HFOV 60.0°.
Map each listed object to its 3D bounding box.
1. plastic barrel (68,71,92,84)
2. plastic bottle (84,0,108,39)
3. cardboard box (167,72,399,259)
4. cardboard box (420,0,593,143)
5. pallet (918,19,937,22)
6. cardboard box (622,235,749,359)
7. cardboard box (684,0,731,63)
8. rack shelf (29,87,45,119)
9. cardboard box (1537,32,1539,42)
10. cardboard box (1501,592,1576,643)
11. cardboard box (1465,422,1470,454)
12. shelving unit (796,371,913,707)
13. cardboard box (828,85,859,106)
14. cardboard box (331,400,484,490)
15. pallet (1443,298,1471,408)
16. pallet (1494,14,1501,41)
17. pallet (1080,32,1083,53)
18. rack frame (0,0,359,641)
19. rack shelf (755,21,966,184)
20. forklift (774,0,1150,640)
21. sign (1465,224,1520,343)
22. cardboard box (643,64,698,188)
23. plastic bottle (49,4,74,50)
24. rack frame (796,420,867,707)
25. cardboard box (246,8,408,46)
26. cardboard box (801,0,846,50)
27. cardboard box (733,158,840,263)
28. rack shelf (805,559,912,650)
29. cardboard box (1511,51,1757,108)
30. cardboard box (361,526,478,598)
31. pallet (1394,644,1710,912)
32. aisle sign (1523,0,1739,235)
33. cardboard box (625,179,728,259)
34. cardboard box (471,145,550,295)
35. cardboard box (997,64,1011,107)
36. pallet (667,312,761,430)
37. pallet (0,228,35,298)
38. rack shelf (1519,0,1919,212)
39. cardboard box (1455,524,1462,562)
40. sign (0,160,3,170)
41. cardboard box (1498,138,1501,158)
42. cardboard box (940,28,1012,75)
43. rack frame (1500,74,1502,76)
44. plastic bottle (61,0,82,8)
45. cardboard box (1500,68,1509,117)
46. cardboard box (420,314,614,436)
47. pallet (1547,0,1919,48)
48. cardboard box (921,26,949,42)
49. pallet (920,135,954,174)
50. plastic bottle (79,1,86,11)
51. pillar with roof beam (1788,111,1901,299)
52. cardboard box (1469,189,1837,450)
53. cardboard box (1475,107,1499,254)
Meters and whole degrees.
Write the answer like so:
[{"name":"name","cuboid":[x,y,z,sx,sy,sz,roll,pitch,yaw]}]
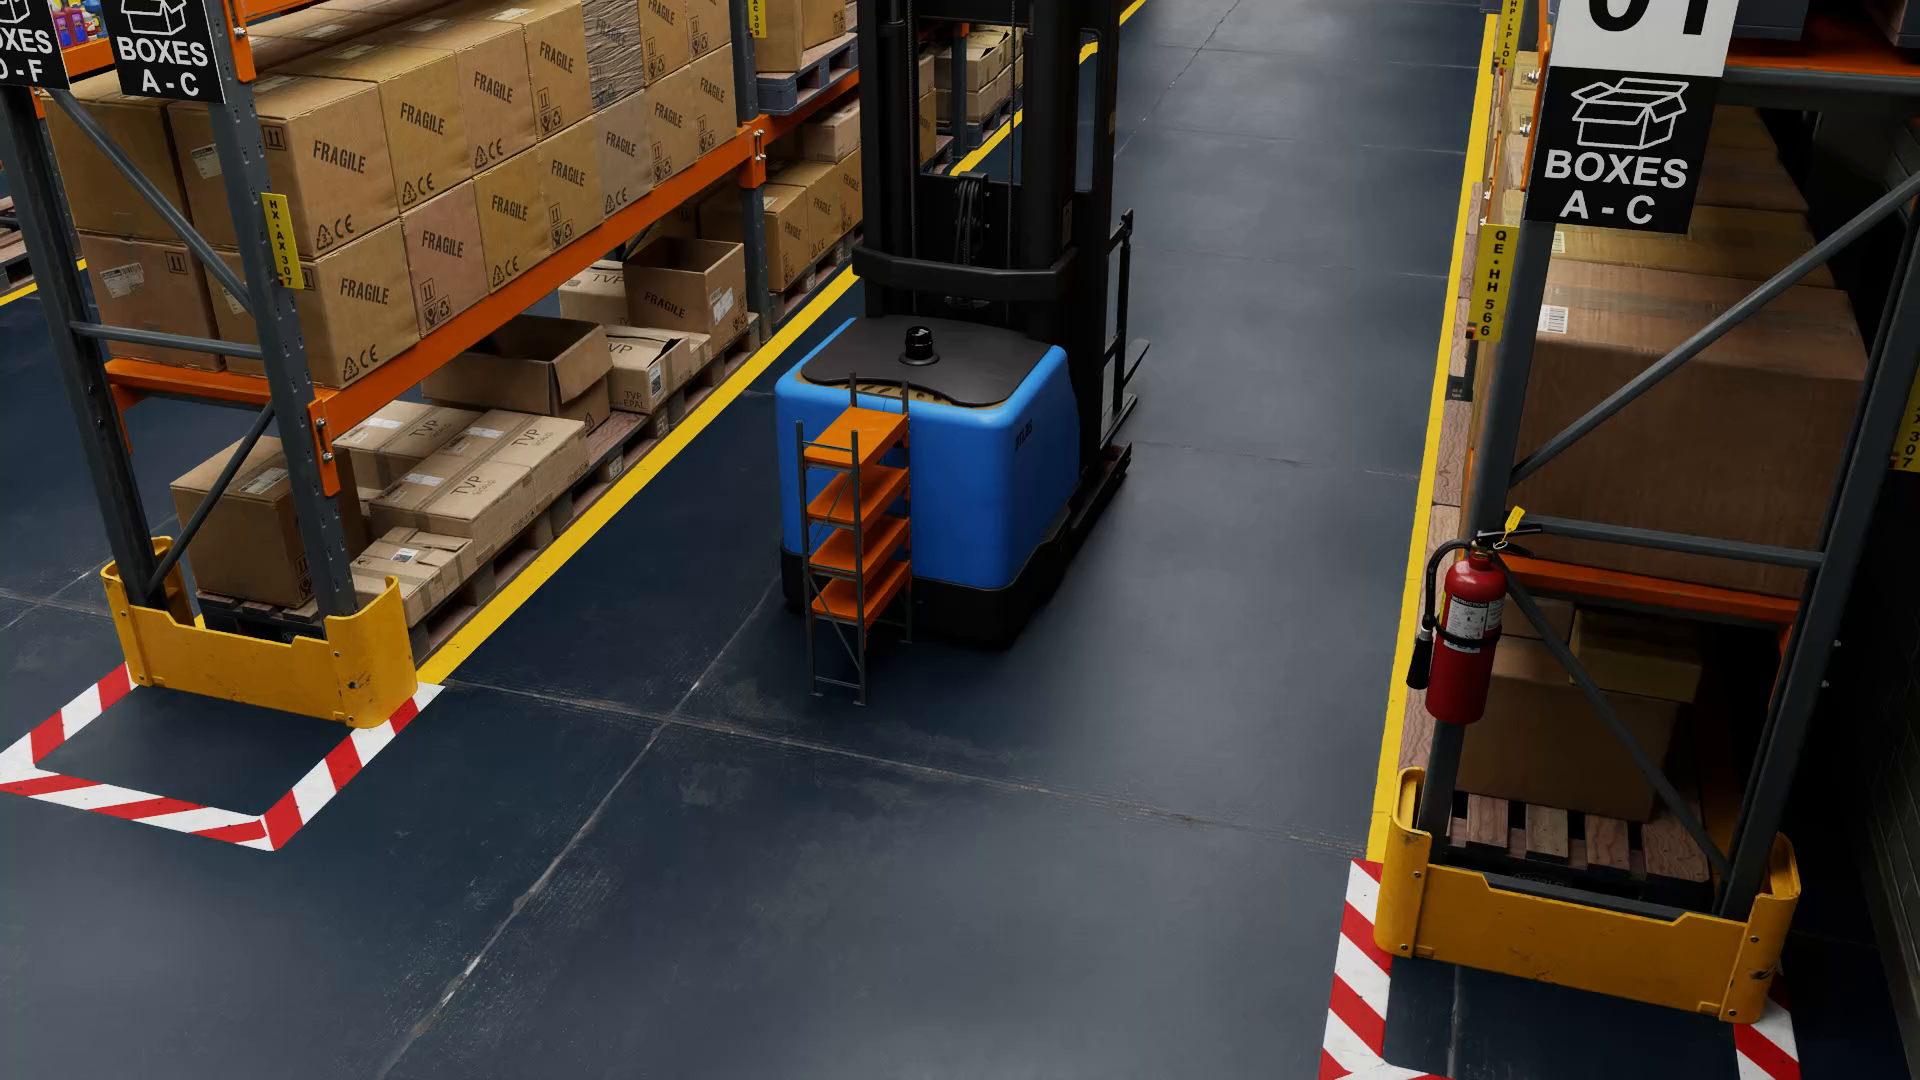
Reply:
[{"name":"plastic barrel","cuboid":[-6.174,-2.783,11.394,0.600,0.901,0.708,8,30,15]},{"name":"plastic bottle","cuboid":[-5.751,-3.483,11.058,0.097,0.271,0.097,0,29,0]},{"name":"cardboard box","cuboid":[-2.408,-1.348,5.957,0.500,0.500,0.500,9,30,16]},{"name":"cardboard box","cuboid":[-1.962,-2.060,7.237,0.500,0.500,0.500,8,30,14]},{"name":"pallet","cuboid":[-0.574,-4.008,12.067,1.213,0.211,1.003,8,30,15]},{"name":"cardboard box","cuboid":[-1.512,-1.353,9.215,0.500,0.500,0.500,8,30,15]},{"name":"cardboard box","cuboid":[-1.517,-2.767,8.506,0.500,0.500,0.500,9,30,15]},{"name":"rack shelf","cuboid":[-6.937,-2.023,9.040,1.077,0.370,4.000,8,30,15]},{"name":"cardboard box","cuboid":[3.013,-2.616,8.167,0.500,0.250,0.500,9,30,16]},{"name":"cardboard box","cuboid":[1.920,0.206,5.766,0.380,0.149,0.250,8,30,14]},{"name":"cardboard box","cuboid":[2.803,-0.611,7.902,0.700,0.500,0.500,9,30,16]},{"name":"shelving unit","cuboid":[-0.399,0.000,6.515,0.258,1.200,0.503,10,31,18]},{"name":"cardboard box","cuboid":[-0.801,-2.873,11.177,0.500,0.250,0.500,8,30,14]},{"name":"cardboard box","cuboid":[-2.559,-0.415,7.786,0.500,0.250,0.500,8,30,15]},{"name":"pallet","cuboid":[3.275,-1.004,9.337,1.003,0.211,1.213,8,30,15]},{"name":"pallet","cuboid":[5.988,-5.238,16.949,1.003,0.211,1.213,8,30,15]},{"name":"pallet","cuboid":[0.553,-4.709,15.998,1.003,0.211,1.213,8,30,15]},{"name":"rack frame","cuboid":[-2.790,-0.699,5.921,1.000,3.000,0.127,8,30,15]},{"name":"rack shelf","cuboid":[-1.029,-3.173,11.108,1.077,0.370,4.000,8,30,15]},{"name":"forklift","cuboid":[0.218,-1.568,7.554,1.130,2.935,3.031,10,31,18]},{"name":"sign","cuboid":[1.432,-0.687,4.465,0.100,0.325,0.005,8,30,15]},{"name":"cardboard box","cuboid":[-1.668,-2.093,8.324,0.500,0.500,0.500,9,30,16]},{"name":"plastic bottle","cuboid":[-5.835,-3.325,10.762,0.061,0.283,0.133,8,30,15]},{"name":"rack frame","cuboid":[-0.483,0.111,6.315,0.240,1.200,0.015,10,31,18]},{"name":"cardboard box","cuboid":[-2.627,-1.902,6.953,0.500,0.500,0.500,9,30,16]},{"name":"cardboard box","cuboid":[-1.122,-3.302,10.065,0.700,0.500,0.500,13,32,23]},{"name":"cardboard box","cuboid":[-1.095,-2.097,10.553,0.500,0.500,0.500,9,30,16]},{"name":"rack shelf","cuboid":[-0.399,0.233,6.645,0.258,0.148,0.480,10,31,18]},{"name":"cardboard box","cuboid":[2.946,-1.734,7.473,0.980,0.700,0.700,9,30,16]},{"name":"cardboard box","cuboid":[-2.265,0.085,6.973,0.380,0.166,0.250,8,30,15]},{"name":"pallet","cuboid":[2.106,0.842,6.019,1.003,0.211,1.213,8,30,15]},{"name":"aisle sign","cuboid":[1.638,-1.139,4.038,0.394,0.787,0.004,8,30,15]},{"name":"cardboard box","cuboid":[-1.745,-1.928,10.249,0.500,0.500,0.500,8,30,15]},{"name":"cardboard box","cuboid":[-2.111,-1.385,7.051,0.500,0.500,0.500,8,30,15]},{"name":"cardboard box","cuboid":[0.139,-3.834,13.953,0.500,0.250,0.500,8,30,13]},{"name":"pallet","cuboid":[-1.819,-1.020,9.367,1.003,0.211,1.213,8,30,15]},{"name":"pallet","cuboid":[-6.529,-1.701,10.590,1.003,0.211,1.213,8,30,15]},{"name":"rack shelf","cuboid":[2.533,-1.920,5.770,1.077,0.370,4.000,8,30,15]},{"name":"cardboard box","cuboid":[2.350,0.109,6.608,0.700,0.500,0.500,8,30,13]},{"name":"sign","cuboid":[-3.315,-1.432,5.722,0.100,0.325,0.005,8,30,15]},{"name":"cardboard box","cuboid":[3.001,-2.070,8.623,0.380,0.149,0.250,9,30,16]},{"name":"cardboard box","cuboid":[0.139,-4.091,13.837,0.500,0.311,0.500,8,30,14]},{"name":"rack frame","cuboid":[4.295,-3.712,11.337,1.000,3.000,0.127,8,30,15]},{"name":"plastic bottle","cuboid":[-6.201,-3.784,11.518,0.144,0.351,0.185,8,30,15]},{"name":"cardboard box","cuboid":[3.155,-2.524,8.773,0.500,0.500,0.500,9,30,15]},{"name":"cardboard box","cuboid":[-2.163,-0.785,8.192,0.797,0.503,0.637,8,30,15]},{"name":"pallet","cuboid":[2.154,-1.612,4.568,1.003,0.211,1.213,8,30,15]},{"name":"cardboard box","cuboid":[-0.377,-4.165,13.971,0.500,0.311,0.500,8,30,14]},{"name":"pallet","cuboid":[-0.697,-2.857,12.668,1.003,0.211,1.213,8,30,15]},{"name":"plastic bottle","cuboid":[-5.867,-3.520,11.196,0.097,0.201,0.097,0,29,0]},{"name":"pillar with roof beam","cuboid":[-0.373,-4.640,6.834,9.100,9.000,0.400,8,30,15]},{"name":"cardboard box","cuboid":[2.289,-0.703,5.620,0.980,0.700,0.700,8,30,14]},{"name":"cardboard box","cuboid":[3.690,-2.227,10.446,0.750,0.750,0.750,8,30,15]}]
